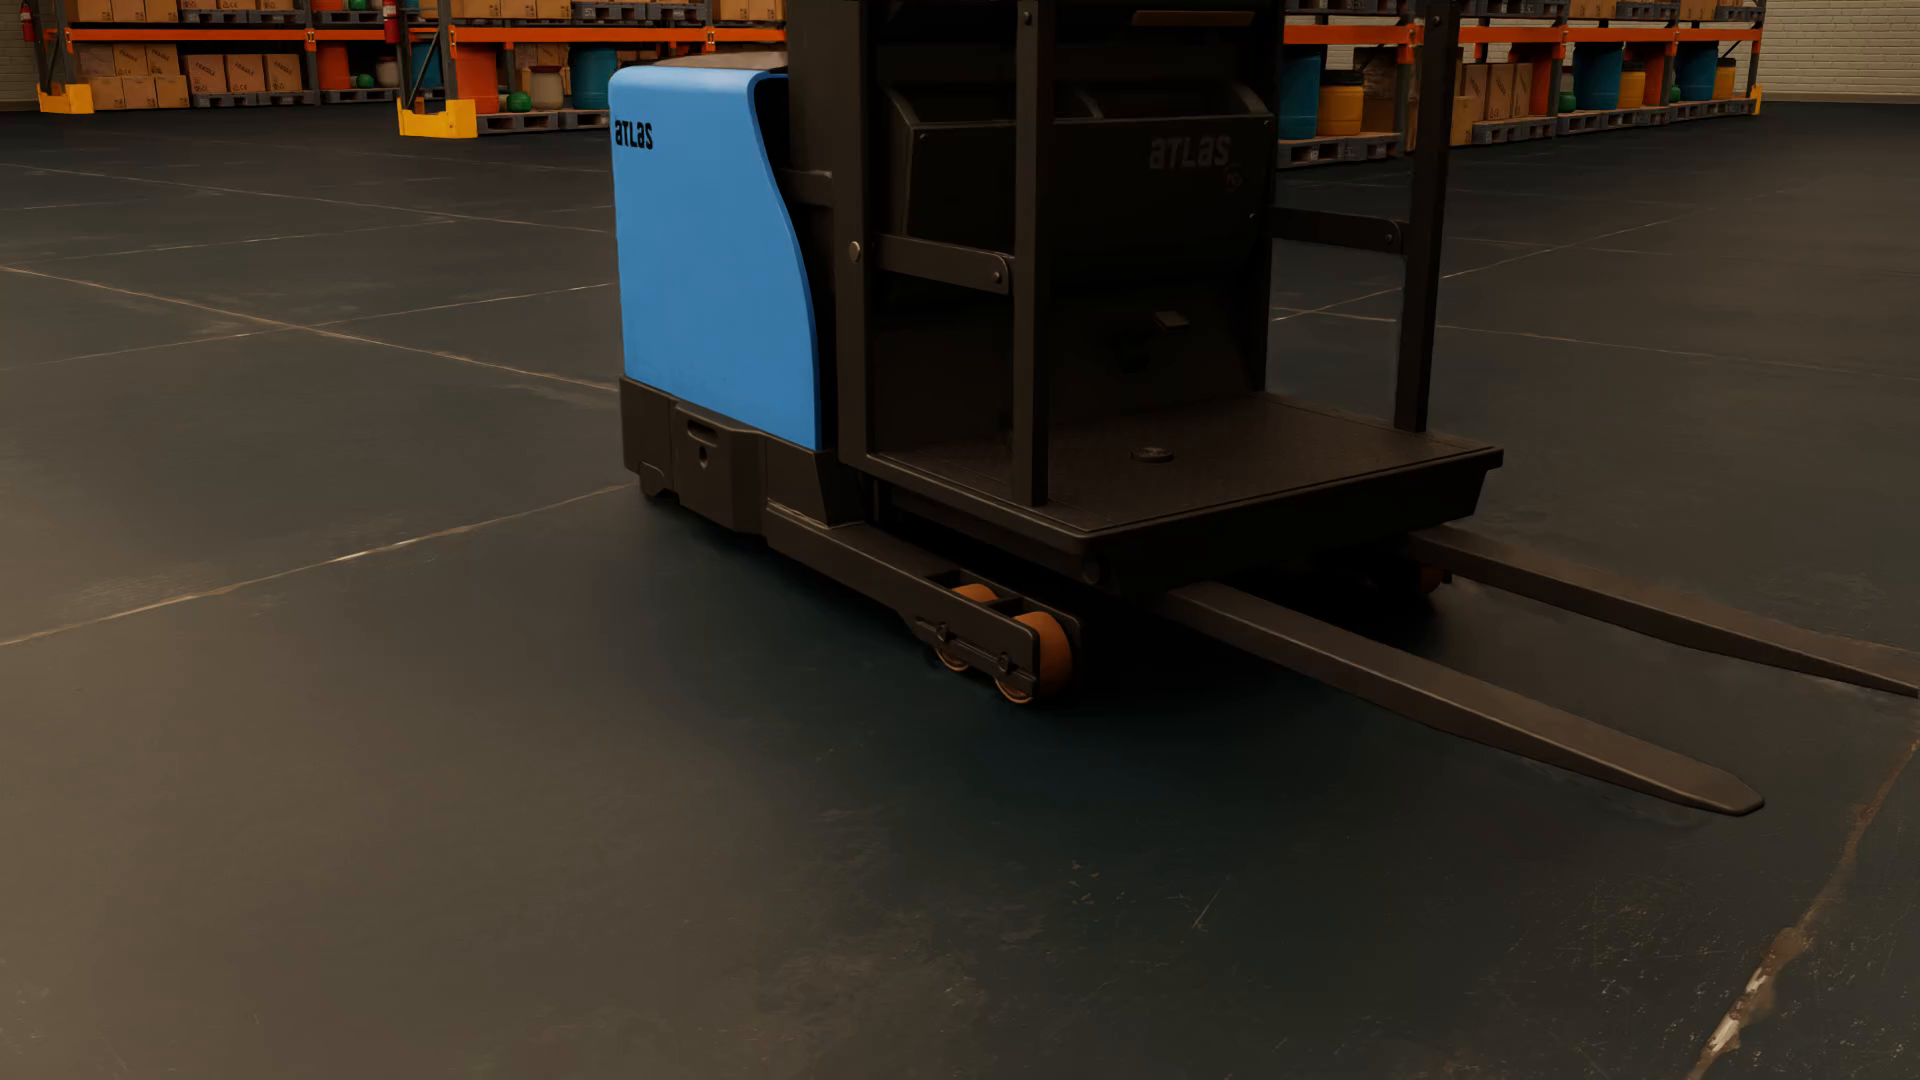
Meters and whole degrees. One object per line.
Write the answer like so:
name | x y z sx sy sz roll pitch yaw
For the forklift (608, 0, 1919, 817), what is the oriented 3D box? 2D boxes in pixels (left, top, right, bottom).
forklift | 0.376 -1.267 3.069 1.130 2.935 3.031 -11 20 -33
